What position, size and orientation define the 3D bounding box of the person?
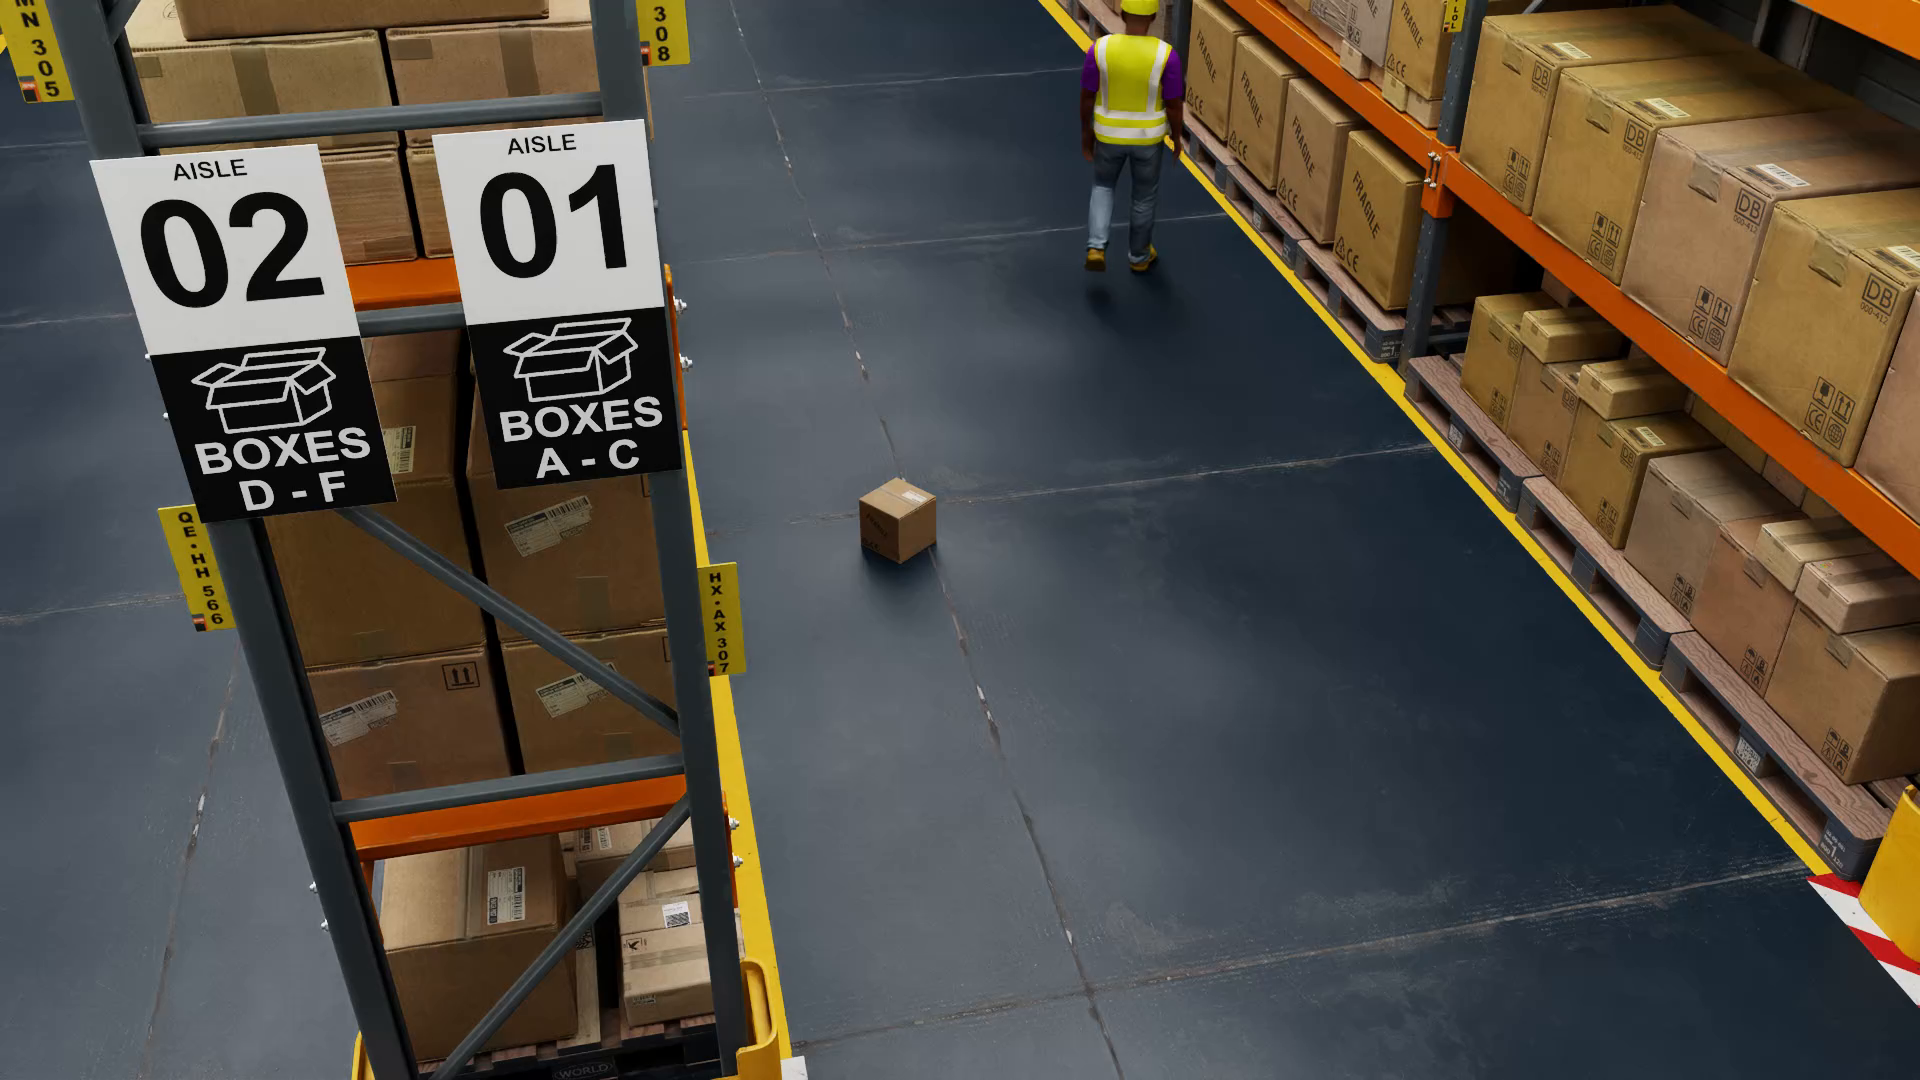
[{"bbox_3d":[0.984,-2.339,9.550,0.587,1.757,0.682,8,35,12],"label":"person"}]
